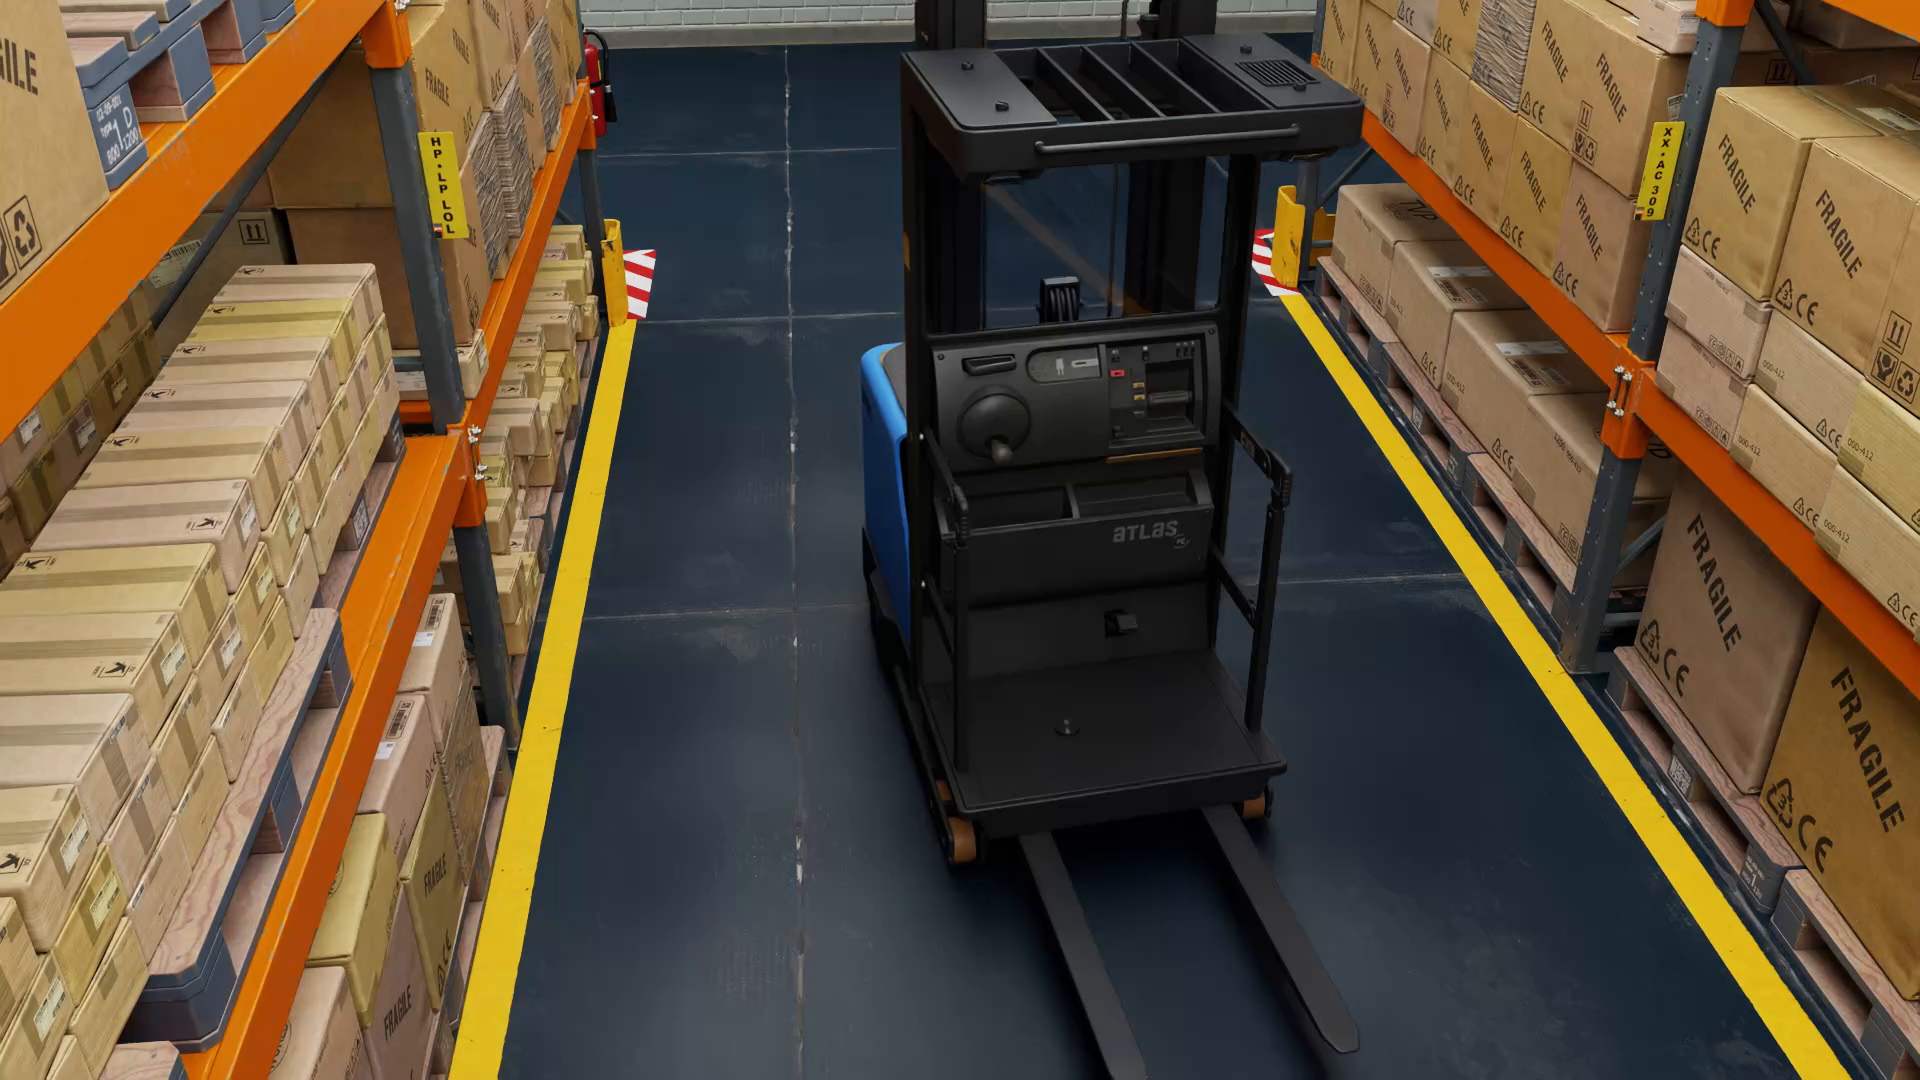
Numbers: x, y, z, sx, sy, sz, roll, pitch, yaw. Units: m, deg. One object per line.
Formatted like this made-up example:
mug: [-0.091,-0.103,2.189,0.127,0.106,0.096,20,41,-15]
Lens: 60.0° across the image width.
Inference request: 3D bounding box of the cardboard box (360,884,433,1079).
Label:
cardboard box: [-1.682,1.252,4.257,0.500,0.500,0.500,-3,31,-6]

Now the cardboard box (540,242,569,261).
cardboard box: [-2.199,-1.395,8.451,0.380,0.149,0.250,-2,31,-4]

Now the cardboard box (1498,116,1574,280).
cardboard box: [2.475,-1.349,6.486,0.500,0.500,0.500,-3,31,-6]

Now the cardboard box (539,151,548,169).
cardboard box: [-2.088,-1.791,7.568,0.380,0.149,0.250,-4,31,-7]

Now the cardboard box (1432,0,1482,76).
cardboard box: [2.372,-2.294,7.094,0.500,0.500,0.500,-3,31,-4]

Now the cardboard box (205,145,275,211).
cardboard box: [-2.406,-1.358,5.235,0.500,0.500,0.500,-4,31,-6]

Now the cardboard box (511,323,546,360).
cardboard box: [-2.092,-0.860,7.555,0.380,0.149,0.250,-4,31,-6]

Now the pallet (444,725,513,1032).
pallet: [-2.019,1.064,5.263,1.003,0.211,1.213,-3,31,-5]

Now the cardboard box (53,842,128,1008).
cardboard box: [-1.644,0.652,2.779,0.380,0.149,0.250,-3,31,-4]

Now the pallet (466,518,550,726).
pallet: [-2.191,0.325,6.499,1.003,0.211,1.213,-3,31,-5]

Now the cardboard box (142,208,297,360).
cardboard box: [-2.419,-0.935,5.502,0.500,0.500,0.500,-3,31,-5]

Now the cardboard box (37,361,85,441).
cardboard box: [-2.461,-0.362,4.187,0.380,0.149,0.250,-2,31,-4]

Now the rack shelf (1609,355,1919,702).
rack shelf: [3.013,0.511,4.172,1.077,0.370,4.000,-3,31,-5]

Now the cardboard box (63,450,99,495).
cardboard box: [-2.463,-0.111,4.346,0.380,0.149,0.250,-3,31,-4]

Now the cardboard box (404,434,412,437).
cardboard box: [-2.493,-0.433,7.131,0.380,0.149,0.250,-4,31,-7]

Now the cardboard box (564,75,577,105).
cardboard box: [-2.155,-2.312,8.441,0.380,0.149,0.250,-3,31,-5]

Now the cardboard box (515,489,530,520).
cardboard box: [-1.980,-0.076,6.822,0.380,0.149,0.250,-3,31,-6]

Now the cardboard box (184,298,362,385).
cardboard box: [-1.835,-0.526,4.460,0.380,0.149,0.250,-4,31,-6]

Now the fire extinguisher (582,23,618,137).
fire extinguisher: [-2.031,-2.530,9.000,0.296,0.674,0.183,-3,31,-5]

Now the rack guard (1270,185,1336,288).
rack guard: [2.450,-1.801,9.777,1.175,0.500,0.348,-3,31,-5]

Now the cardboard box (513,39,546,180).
cardboard box: [-2.032,-1.750,6.867,0.500,0.500,0.500,-1,31,-2]

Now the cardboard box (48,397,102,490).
cardboard box: [-2.463,-0.244,4.278,0.380,0.149,0.250,-2,31,-3]

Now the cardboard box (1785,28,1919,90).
cardboard box: [3.023,-1.546,5.841,0.500,0.500,0.500,-3,31,-4]

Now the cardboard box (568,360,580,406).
cardboard box: [-2.024,-0.752,7.955,0.380,0.149,0.250,-4,31,-7]

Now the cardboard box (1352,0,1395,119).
cardboard box: [2.286,-2.389,8.227,0.500,0.500,0.500,-3,31,-5]

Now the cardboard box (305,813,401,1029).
cardboard box: [-1.673,0.941,4.047,0.500,0.250,0.500,-4,31,-7]

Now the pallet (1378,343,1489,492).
pallet: [2.716,-0.638,8.113,1.003,0.211,1.213,-3,31,-5]

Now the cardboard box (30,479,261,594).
cardboard box: [-1.740,0.003,3.576,0.380,0.149,0.250,-4,31,-7]

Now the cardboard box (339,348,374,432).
cardboard box: [-1.833,-0.403,4.544,0.380,0.149,0.250,-3,31,-4]

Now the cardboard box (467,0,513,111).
cardboard box: [-1.972,-1.895,6.135,0.500,0.500,0.500,-2,31,-4]

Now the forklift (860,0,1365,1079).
forklift: [0.426,-0.406,5.072,1.130,2.935,3.031,-7,31,-11]

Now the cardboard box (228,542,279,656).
cardboard box: [-1.732,0.136,3.643,0.380,0.149,0.250,-3,31,-4]

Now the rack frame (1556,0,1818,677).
rack frame: [2.826,-0.819,5.697,1.000,3.000,0.127,-3,31,-5]

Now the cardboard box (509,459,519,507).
cardboard box: [-2.002,-0.201,6.741,0.380,0.149,0.250,-4,31,-7]

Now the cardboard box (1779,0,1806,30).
cardboard box: [3.015,-1.874,5.757,0.380,0.149,0.250,-2,31,-4]

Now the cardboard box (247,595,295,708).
cardboard box: [-1.734,0.255,3.733,0.380,0.149,0.250,-1,31,-2]

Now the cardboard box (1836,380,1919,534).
cardboard box: [2.684,-0.208,4.331,0.500,0.250,0.500,-2,31,-4]

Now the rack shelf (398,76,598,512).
rack shelf: [-2.280,-1.243,7.107,1.077,0.370,4.000,-3,31,-5]

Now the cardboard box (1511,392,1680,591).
cardboard box: [2.874,-0.225,6.791,0.875,0.438,0.875,-3,31,-5]

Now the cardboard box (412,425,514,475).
cardboard box: [-2.005,-0.330,6.669,0.380,0.149,0.250,-4,31,-6]

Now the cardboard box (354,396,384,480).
cardboard box: [-1.834,-0.277,4.624,0.380,0.149,0.250,-3,31,-4]

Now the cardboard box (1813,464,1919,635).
cardboard box: [2.686,0.009,4.456,0.500,0.250,0.500,-3,31,-5]

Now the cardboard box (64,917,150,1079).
cardboard box: [-1.637,0.789,2.840,0.380,0.149,0.250,-1,31,-2]

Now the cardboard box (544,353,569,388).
cardboard box: [-2.016,-0.740,7.645,0.380,0.149,0.250,-1,31,-2]

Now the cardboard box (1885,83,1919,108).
cardboard box: [3.118,-1.075,5.053,0.500,0.500,0.500,-2,31,-3]

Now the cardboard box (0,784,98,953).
cardboard box: [-1.640,0.541,2.675,0.380,0.149,0.250,-4,31,-7]
